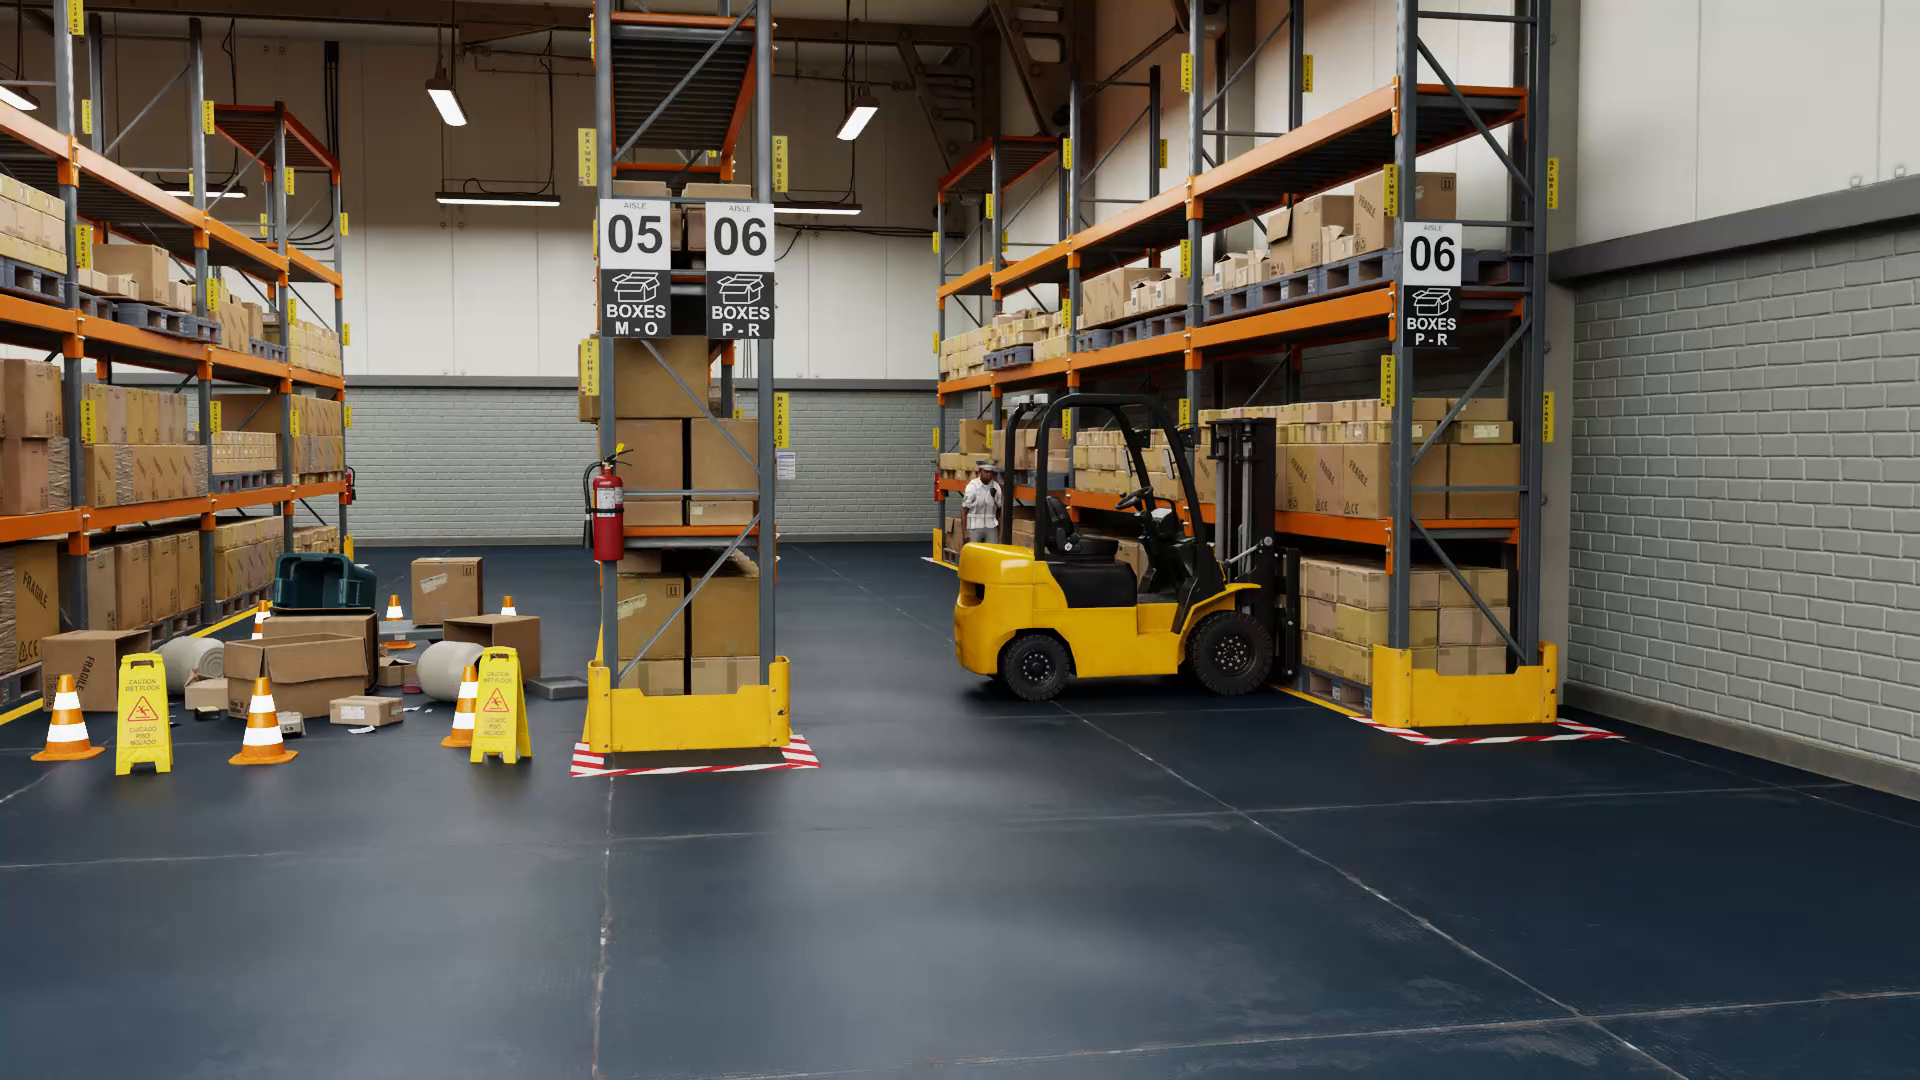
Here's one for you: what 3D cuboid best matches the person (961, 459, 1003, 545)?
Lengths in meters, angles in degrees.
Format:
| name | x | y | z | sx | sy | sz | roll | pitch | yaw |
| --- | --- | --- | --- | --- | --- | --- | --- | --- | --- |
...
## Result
| name | x | y | z | sx | sy | sz | roll | pitch | yaw |
| --- | --- | --- | --- | --- | --- | --- | --- | --- | --- |
| person | 0.244 | -0.068 | 18.359 | 0.532 | 1.663 | 0.423 | -1 | 3 | -20 |
